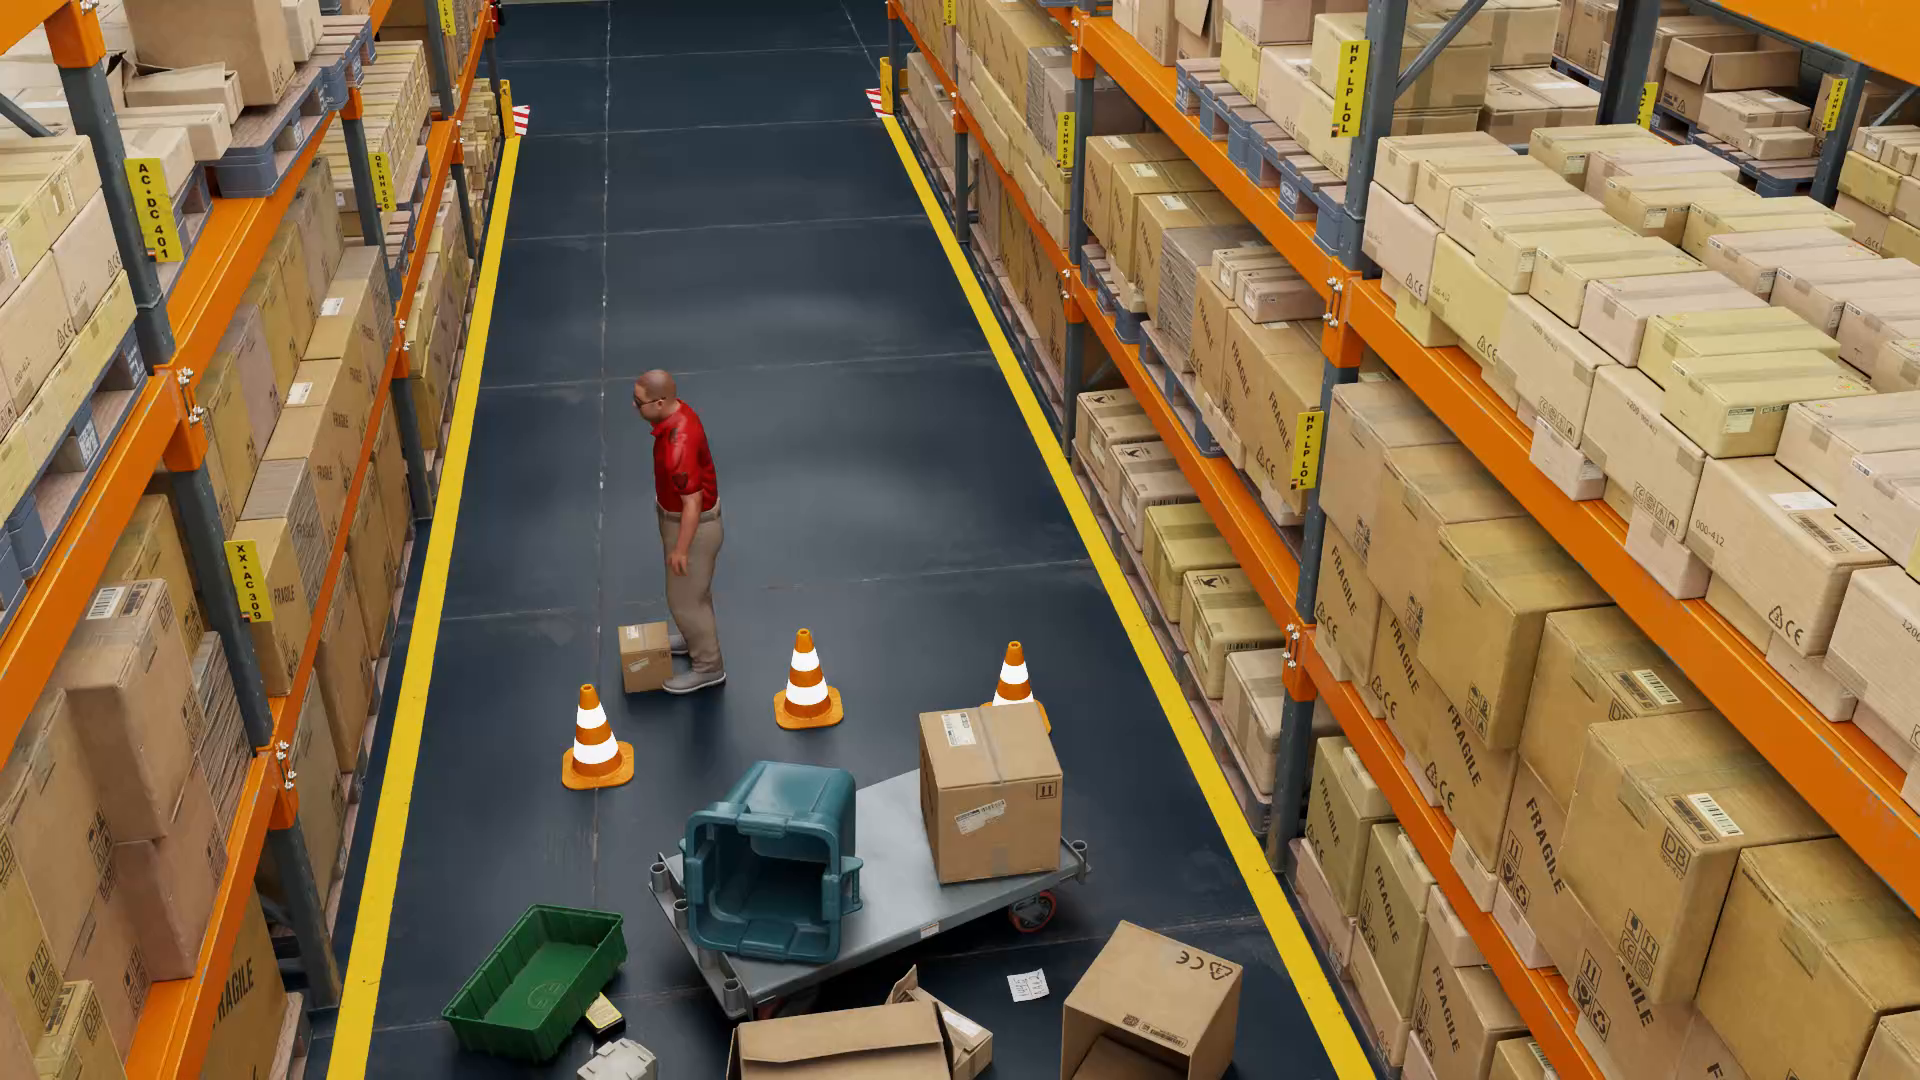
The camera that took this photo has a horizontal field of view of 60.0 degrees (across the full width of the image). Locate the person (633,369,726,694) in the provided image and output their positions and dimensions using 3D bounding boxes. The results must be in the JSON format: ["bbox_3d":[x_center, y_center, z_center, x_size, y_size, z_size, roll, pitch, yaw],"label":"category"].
[{"bbox_3d":[-1.373,-0.063,8.252,0.390,1.727,0.586,-5,31,-9],"label":"person"}]
